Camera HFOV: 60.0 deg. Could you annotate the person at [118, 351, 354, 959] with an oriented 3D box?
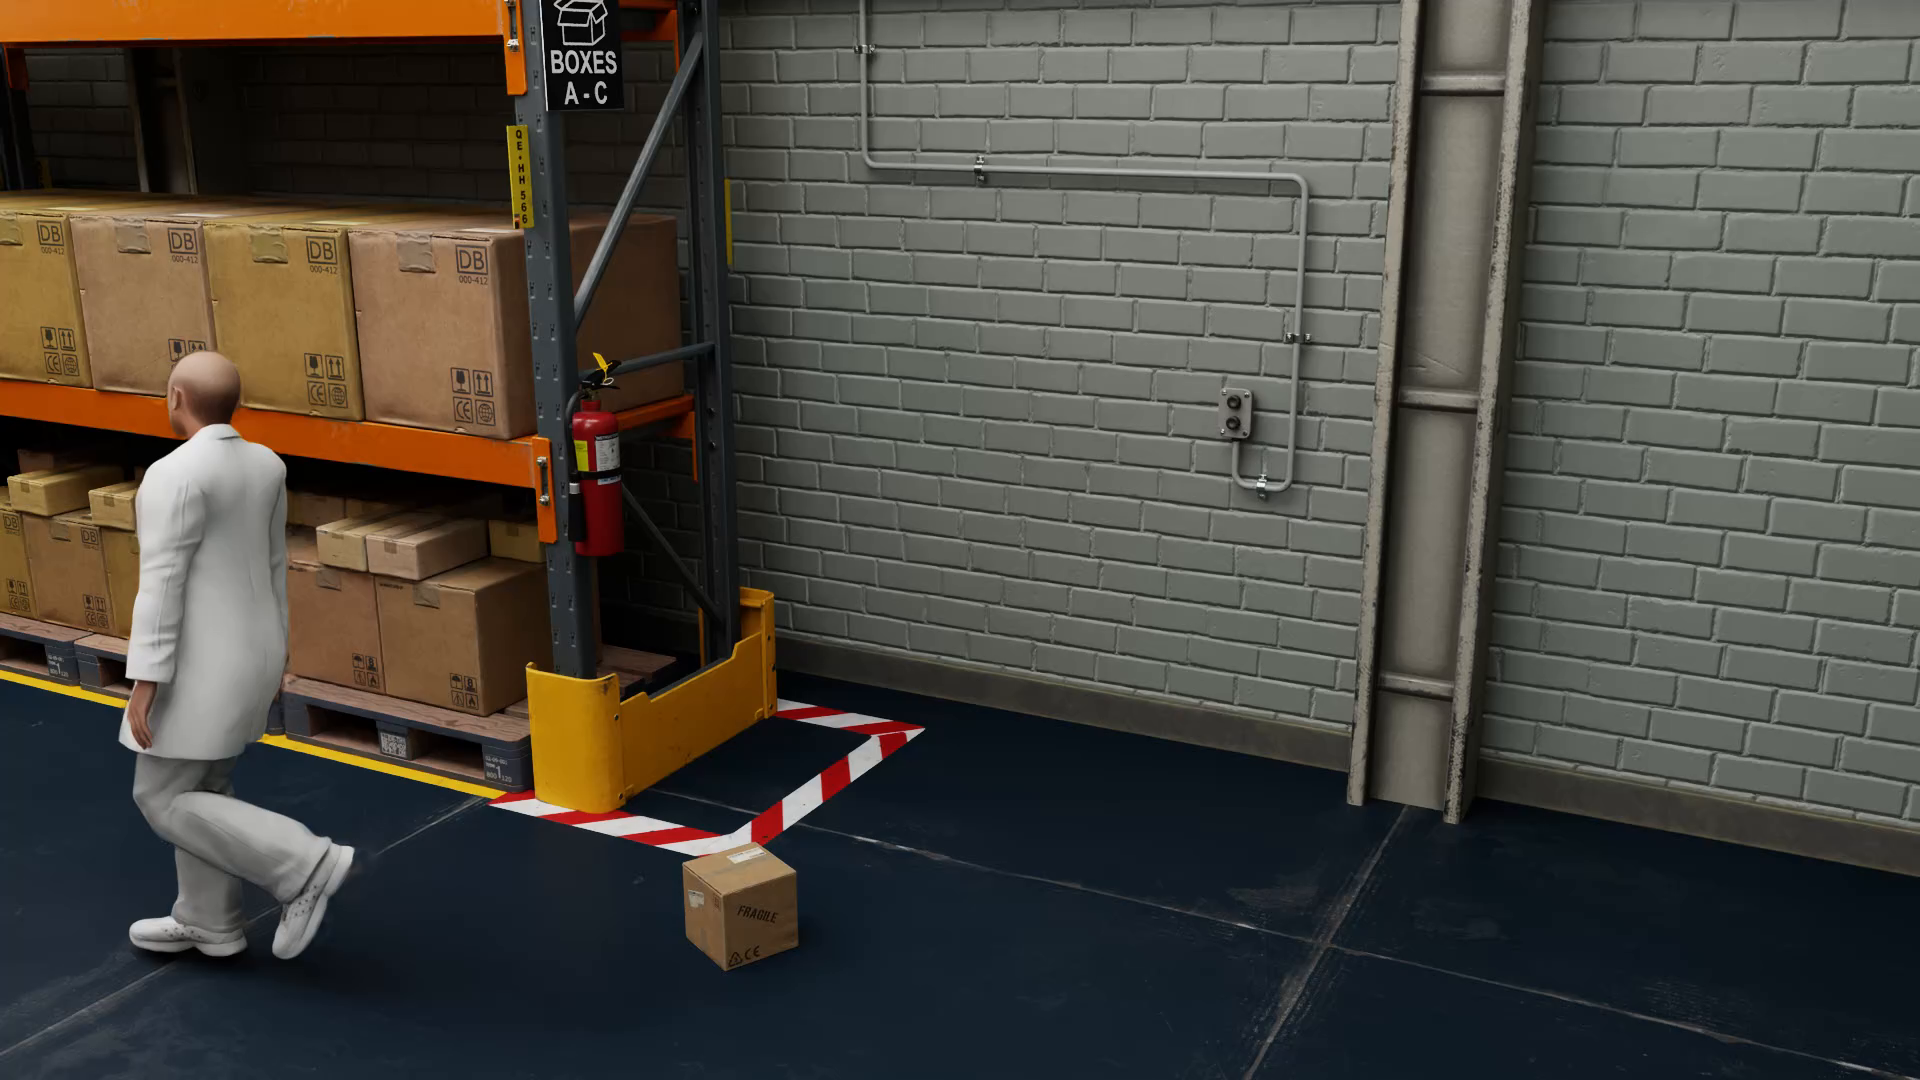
[{"bbox_3d":[-2.083,0.354,4.726,0.762,1.750,0.681,2,16,8],"label":"person"}]
